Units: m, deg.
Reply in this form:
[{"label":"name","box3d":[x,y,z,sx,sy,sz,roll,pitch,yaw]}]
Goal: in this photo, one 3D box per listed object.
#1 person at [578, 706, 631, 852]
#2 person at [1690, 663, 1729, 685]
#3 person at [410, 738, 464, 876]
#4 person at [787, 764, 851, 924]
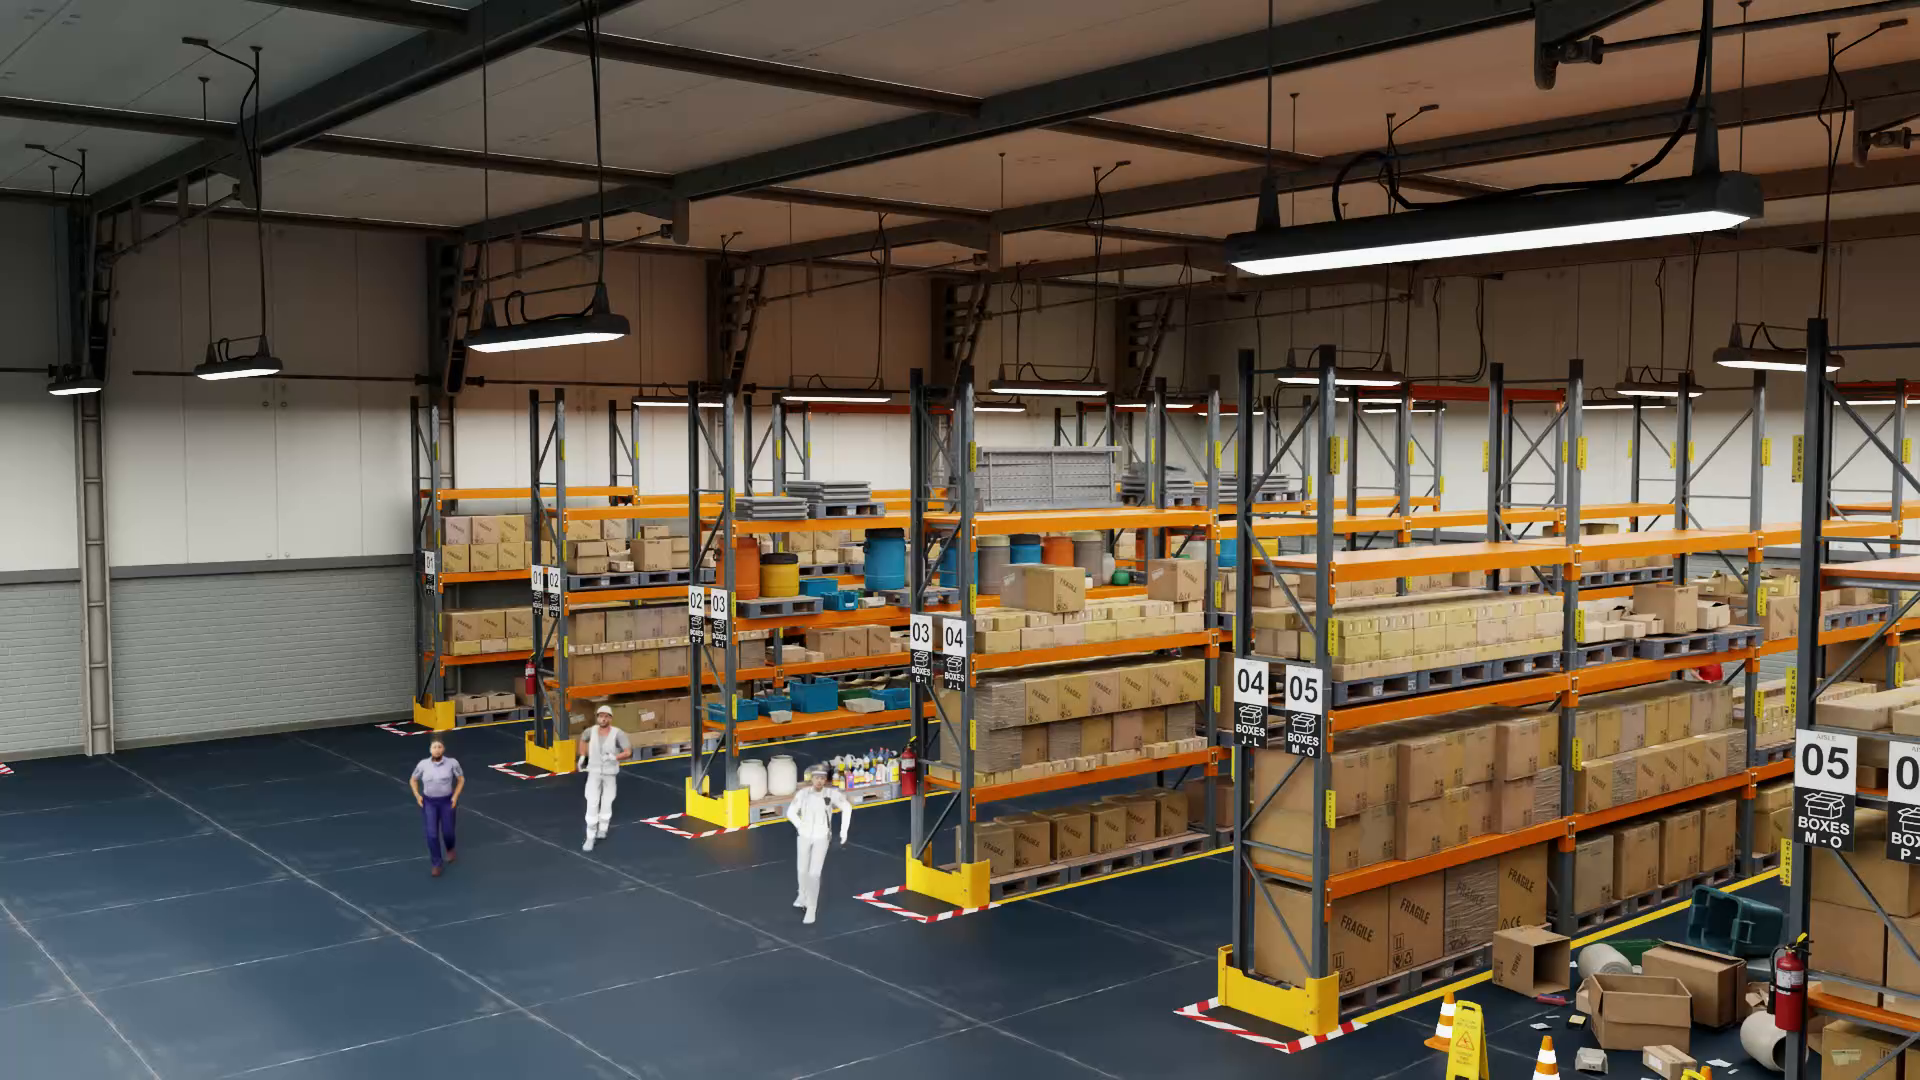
[{"label":"person","box3d":[-4.549,3.020,21.300,0.674,1.829,0.724,-1,3,-9]},{"label":"person","box3d":[13.262,2.611,29.382,0.712,1.699,0.708,-1,3,-14]},{"label":"person","box3d":[-6.283,3.185,19.997,0.628,1.609,0.563,-1,3,-14]},{"label":"person","box3d":[-1.542,3.275,18.083,0.671,1.735,0.669,0,3,8]}]
